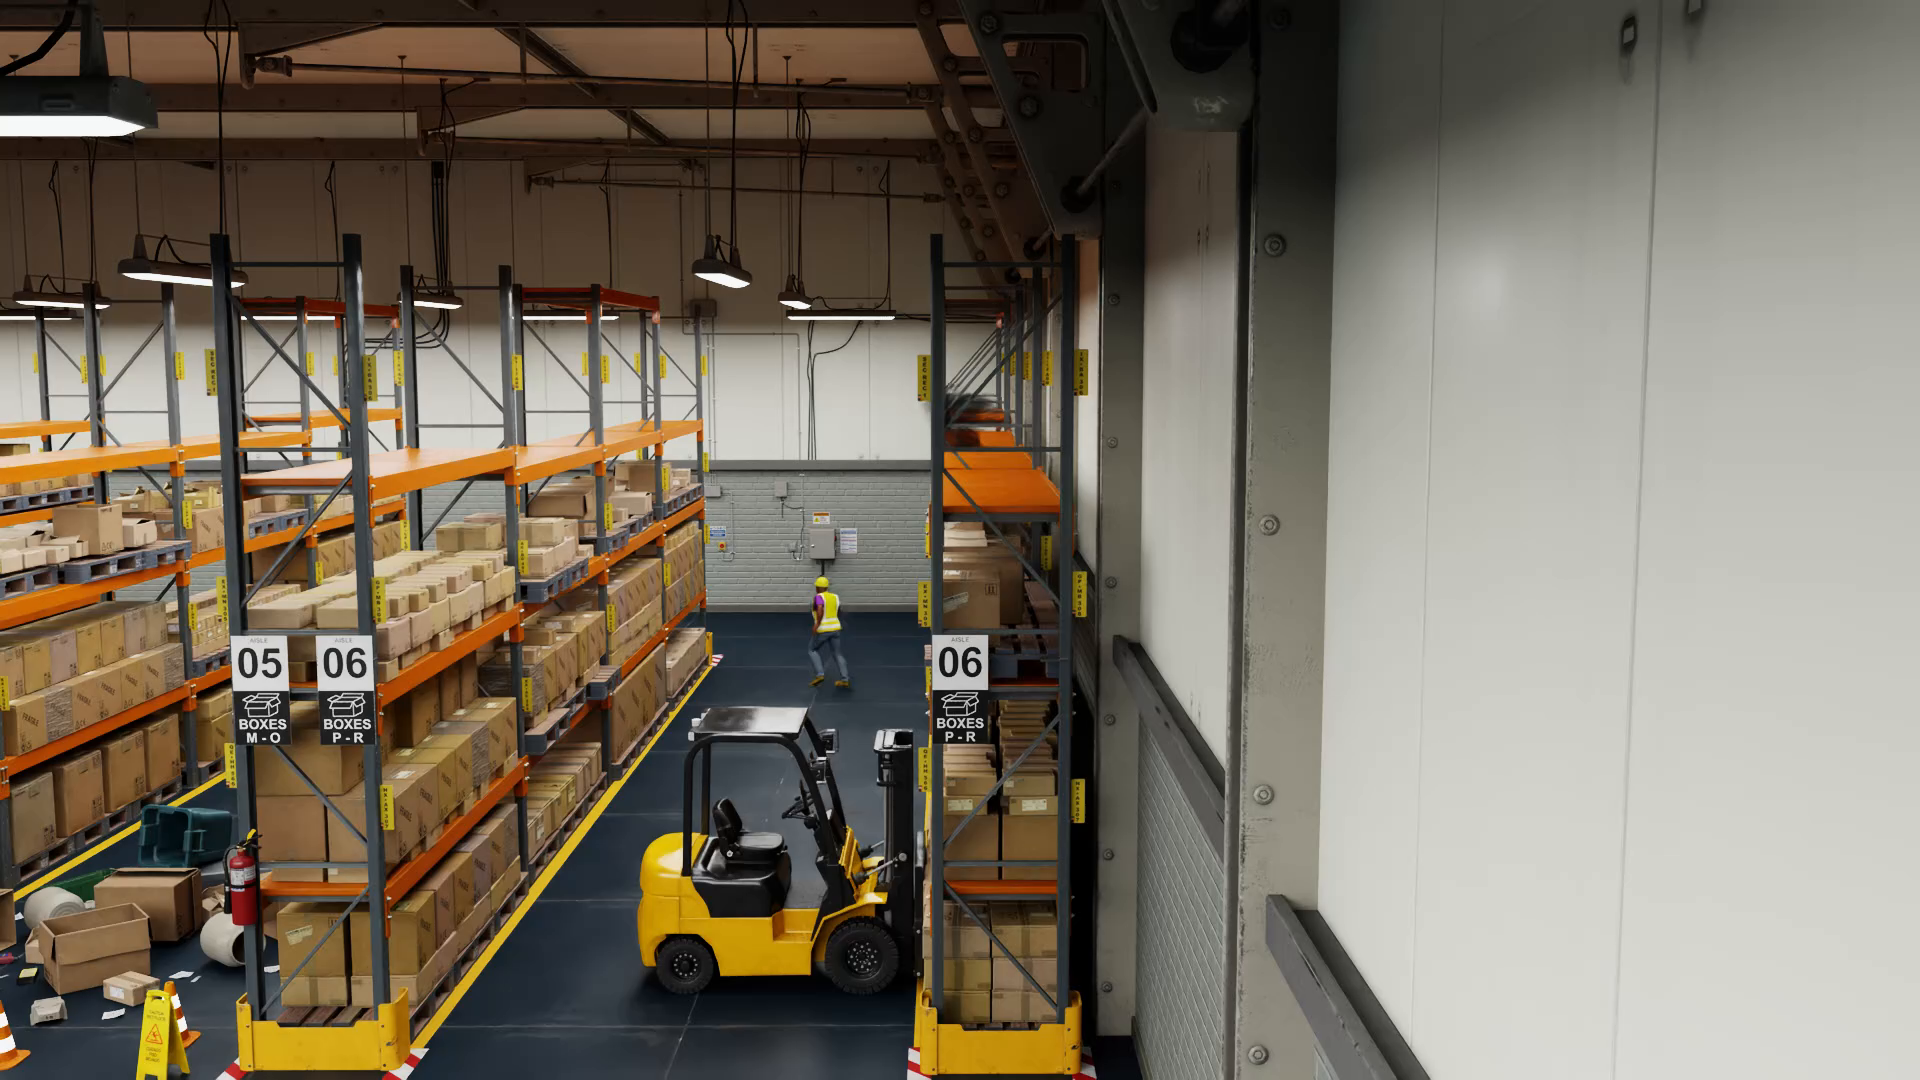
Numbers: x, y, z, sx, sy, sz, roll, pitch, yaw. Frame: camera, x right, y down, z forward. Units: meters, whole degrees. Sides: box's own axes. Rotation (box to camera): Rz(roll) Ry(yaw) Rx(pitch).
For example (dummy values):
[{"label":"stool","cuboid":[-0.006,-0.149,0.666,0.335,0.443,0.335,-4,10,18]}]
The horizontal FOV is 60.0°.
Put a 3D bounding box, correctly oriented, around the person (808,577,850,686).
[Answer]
[{"label":"person","cuboid":[-2.089,1.451,25.987,0.717,1.723,0.990,-6,8,-41]}]
